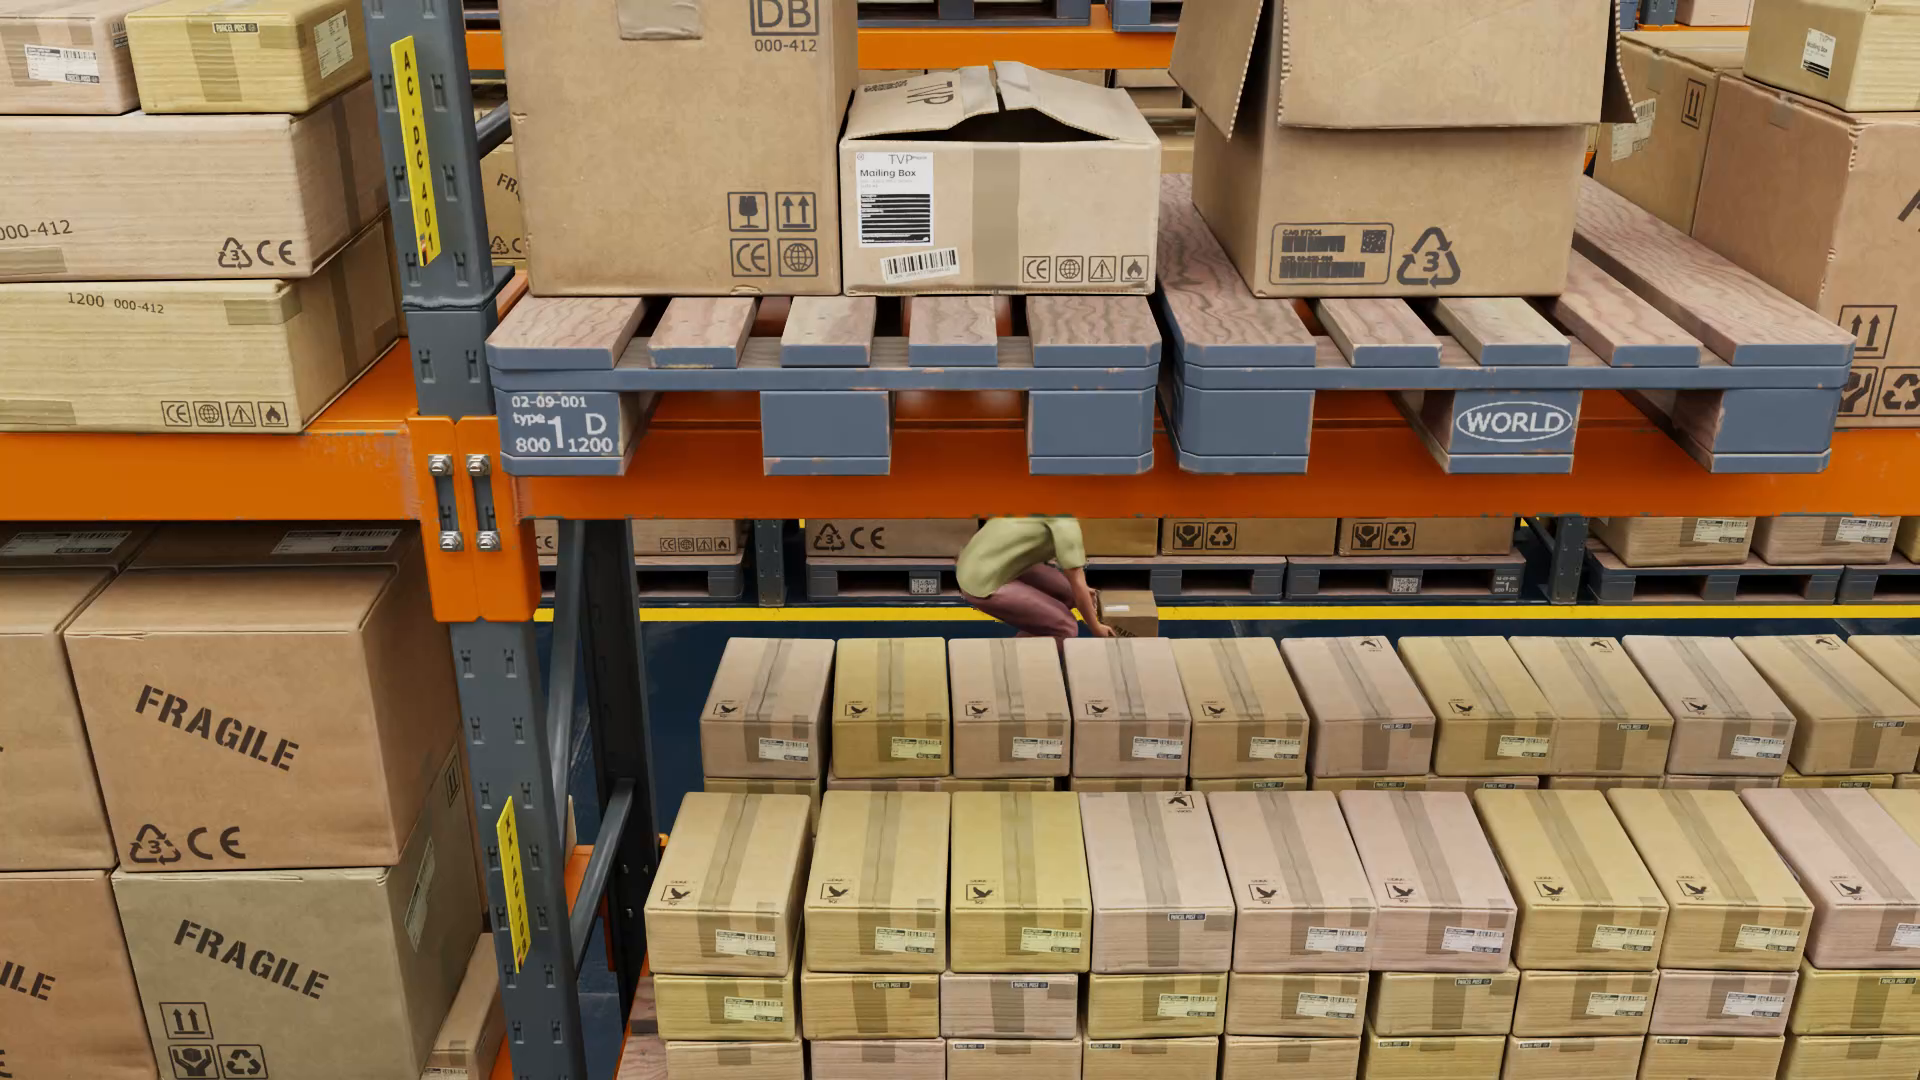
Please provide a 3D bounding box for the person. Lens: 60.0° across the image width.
[{"bbox_3d":[0.354,0.231,7.429,0.747,0.992,0.504,0,24,-1],"label":"person"}]
